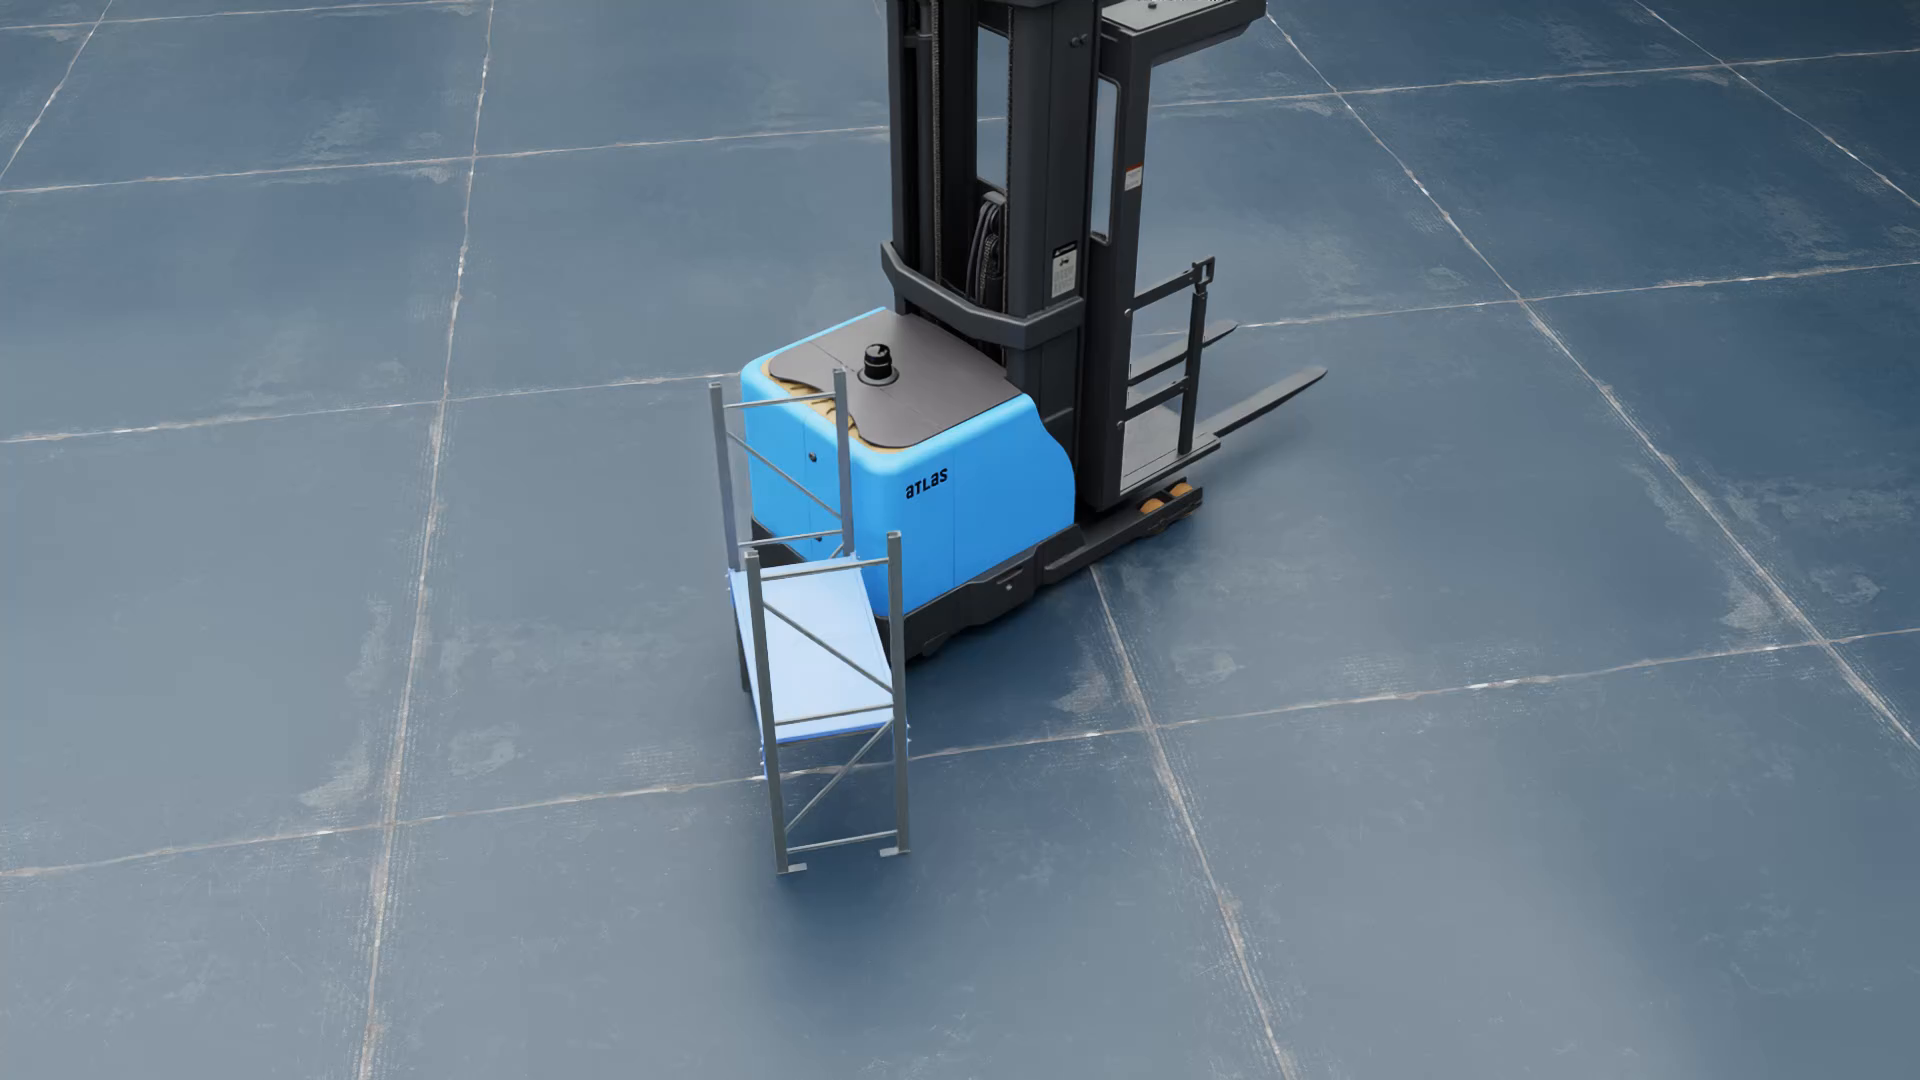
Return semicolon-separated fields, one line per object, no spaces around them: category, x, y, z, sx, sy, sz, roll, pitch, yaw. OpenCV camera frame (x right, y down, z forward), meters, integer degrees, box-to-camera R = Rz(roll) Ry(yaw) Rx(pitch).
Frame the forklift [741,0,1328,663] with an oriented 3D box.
forklift;0.515;-1.404;7.168;3.031;2.935;1.130;-28;46;-31

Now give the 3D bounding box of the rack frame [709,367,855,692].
rack frame;-0.666;-0.002;6.530;0.500;1.500;0.032;-8;39;-10

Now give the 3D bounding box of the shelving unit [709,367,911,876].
shelving unit;-0.551;0.302;6.139;0.538;1.500;1.048;-8;39;-10

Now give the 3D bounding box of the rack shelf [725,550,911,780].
rack shelf;-0.551;0.444;6.250;0.538;0.185;1.000;-8;39;-10

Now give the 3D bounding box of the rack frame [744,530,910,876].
rack frame;-0.435;0.605;5.749;0.500;1.500;0.032;-8;39;-10
